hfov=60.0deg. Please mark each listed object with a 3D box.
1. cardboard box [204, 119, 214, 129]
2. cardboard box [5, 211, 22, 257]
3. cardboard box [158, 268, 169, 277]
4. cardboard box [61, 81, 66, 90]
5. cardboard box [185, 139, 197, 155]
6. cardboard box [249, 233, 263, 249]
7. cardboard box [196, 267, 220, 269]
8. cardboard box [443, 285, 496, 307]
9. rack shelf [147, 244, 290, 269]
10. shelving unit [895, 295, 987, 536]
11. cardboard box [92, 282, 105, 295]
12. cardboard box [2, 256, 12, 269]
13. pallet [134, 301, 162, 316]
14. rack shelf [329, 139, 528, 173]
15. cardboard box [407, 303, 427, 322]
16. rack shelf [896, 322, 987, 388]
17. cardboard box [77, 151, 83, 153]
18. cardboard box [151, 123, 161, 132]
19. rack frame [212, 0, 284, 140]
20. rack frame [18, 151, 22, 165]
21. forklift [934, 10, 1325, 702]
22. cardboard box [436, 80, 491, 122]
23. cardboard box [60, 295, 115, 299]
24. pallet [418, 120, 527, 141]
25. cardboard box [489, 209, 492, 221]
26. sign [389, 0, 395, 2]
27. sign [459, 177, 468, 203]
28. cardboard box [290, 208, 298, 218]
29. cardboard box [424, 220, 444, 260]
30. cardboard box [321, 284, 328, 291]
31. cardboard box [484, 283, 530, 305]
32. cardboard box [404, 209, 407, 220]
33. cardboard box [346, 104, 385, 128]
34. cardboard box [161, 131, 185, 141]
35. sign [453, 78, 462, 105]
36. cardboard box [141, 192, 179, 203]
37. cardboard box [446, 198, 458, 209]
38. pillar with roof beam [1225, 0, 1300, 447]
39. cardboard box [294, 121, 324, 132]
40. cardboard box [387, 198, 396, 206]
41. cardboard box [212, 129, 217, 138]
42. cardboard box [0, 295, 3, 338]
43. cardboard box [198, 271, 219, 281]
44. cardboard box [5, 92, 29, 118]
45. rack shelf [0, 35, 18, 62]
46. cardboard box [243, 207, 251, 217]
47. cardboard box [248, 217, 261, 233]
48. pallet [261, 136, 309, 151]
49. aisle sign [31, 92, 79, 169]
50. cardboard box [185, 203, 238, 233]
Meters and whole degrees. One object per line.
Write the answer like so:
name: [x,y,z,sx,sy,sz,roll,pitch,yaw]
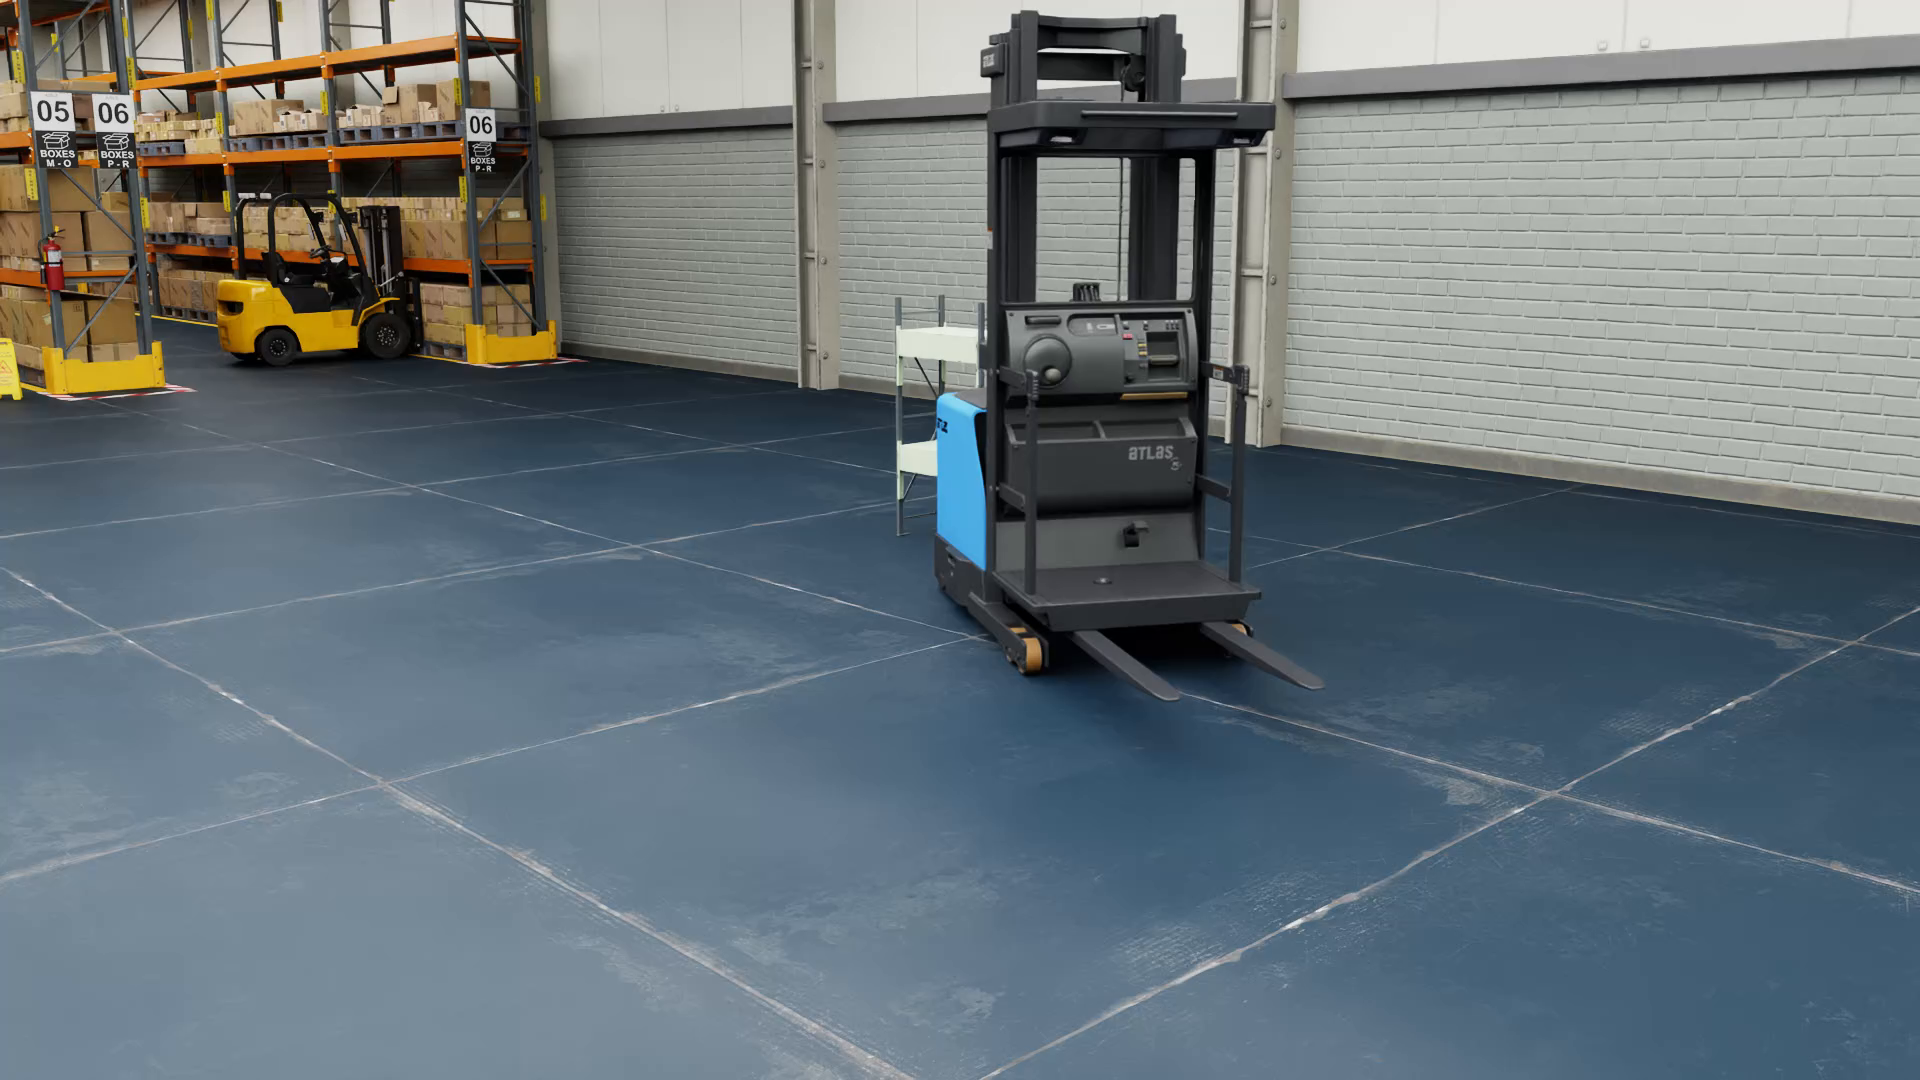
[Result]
cardboard box: [-12.201,-6.835,27.367,0.250,0.149,0.380,11,16,43]
cardboard box: [-10.403,-3.454,18.759,0.500,0.500,0.500,-11,16,-42]
cardboard box: [-14.131,-4.798,29.814,0.380,0.149,0.250,-10,15,-40]
cardboard box: [-9.770,-4.997,18.443,0.380,0.149,0.250,-11,16,-43]
cardboard box: [-12.647,-6.588,27.892,0.500,0.250,0.500,-11,16,-43]
cardboard box: [-10.950,-4.758,26.446,0.500,0.250,0.500,-11,16,-44]
cardboard box: [-13.538,-4.836,29.999,0.380,0.149,0.250,-11,16,-43]
cardboard box: [-6.443,-3.210,21.853,0.500,0.250,0.500,-10,15,-41]
rack shelf: [-12.805,-4.944,28.759,1.077,0.370,4.000,-11,16,-43]
shelving unit: [0.005,-0.734,10.255,0.431,1.500,0.755,-11,16,-43]
cardboard box: [-16.595,-5.053,32.649,0.637,0.503,0.797,11,16,43]
cardboard box: [-10.833,-3.224,19.247,0.380,0.149,0.250,-11,16,-43]
pallet: [-14.660,-4.323,30.872,1.003,0.211,1.213,-11,16,-43]
rack shelf: [-7.280,-5.246,22.790,1.077,0.370,4.000,-11,16,-43]
cardboard box: [-7.172,-3.116,22.635,0.500,0.250,0.500,-11,16,-44]
rack shelf: [0.005,-1.116,10.177,0.431,0.370,0.720,-11,16,-43]
cardboard box: [-16.840,-7.611,32.120,0.500,0.250,0.500,-11,16,-43]
cardboard box: [-13.720,-7.124,28.722,0.380,0.149,0.250,-11,16,-43]
rack frame: [-11.424,-7.943,26.665,1.000,3.000,0.127,-11,16,-43]
rack frame: [-12.249,-3.729,21.077,1.000,3.000,0.127,-11,16,-43]
forklift: [0.725,-0.918,7.605,1.130,2.935,3.031,-3,12,-14]
cardboard box: [-6.381,-5.641,21.387,0.500,0.500,0.500,-10,15,-41]
cardboard box: [-10.225,-2.607,19.545,0.500,0.500,0.500,11,16,43]
pallet: [-6.369,-5.370,21.828,1.003,0.211,1.213,-11,16,-43]
cardboard box: [-6.162,-4.317,22.075,0.380,0.149,0.250,-11,16,-43]
sign: [-8.243,-7.968,24.079,0.100,0.325,0.005,-11,16,-43]
sign: [-6.301,-4.447,21.105,0.100,0.325,0.005,-11,16,-43]
cardboard box: [-9.962,-4.989,25.338,0.380,0.149,0.250,-11,16,-42]
cardboard box: [-6.780,-3.998,22.138,0.500,0.500,0.500,-10,15,-41]
cardboard box: [-9.030,-3.538,24.996,0.875,0.625,0.625,-10,15,-40]
cardboard box: [-6.094,-3.282,22.206,0.500,0.250,0.500,-11,16,-43]
cardboard box: [-7.352,-4.448,22.714,0.380,0.149,0.250,-11,16,-43]
cardboard box: [-8.263,-5.946,23.336,0.500,0.311,0.500,-10,16,-41]
cardboard box: [-13.392,-6.903,28.385,0.380,0.149,0.250,-10,16,-41]
sign: [-6.301,-5.628,20.862,0.100,0.325,0.005,-11,16,-43]
cardboard box: [-15.022,-6.283,31.248,0.500,0.500,0.500,11,16,44]
cardboard box: [-6.492,-4.404,21.762,0.380,0.149,0.250,-11,16,-42]
pillar with roof beam: [-0.555,-4.652,10.688,9.100,9.000,0.400,-11,16,-43]
cardboard box: [-9.641,-6.140,24.680,0.380,0.149,0.250,-11,16,-43]
cardboard box: [-7.709,-4.669,23.046,0.380,0.149,0.250,-11,16,-43]
cardboard box: [-12.008,-6.655,27.227,0.250,0.149,0.380,11,16,44]
cardboard box: [-11.302,-2.679,19.896,0.500,0.500,0.500,-10,15,-40]
cardboard box: [-12.843,-4.538,28.551,0.250,0.149,0.380,11,16,42]
cardboard box: [-10.035,-4.724,18.106,0.500,0.250,0.500,-11,16,-43]
rack shelf: [-13.630,-6.411,22.001,1.077,0.370,4.000,-11,16,-43]
cardboard box: [-11.231,-5.245,26.581,0.380,0.149,0.250,-10,16,-41]
cardboard box: [-10.949,-5.004,26.400,0.500,0.250,0.500,-10,15,-41]
pallet: [-10.116,-6.132,25.776,1.003,0.211,1.213,-10,15,-40]
aisle sign: [-9.654,-4.369,17.741,0.394,0.787,0.004,-11,16,-43]
cardboard box: [-12.685,-5.474,28.249,0.637,0.503,0.797,11,16,44]
